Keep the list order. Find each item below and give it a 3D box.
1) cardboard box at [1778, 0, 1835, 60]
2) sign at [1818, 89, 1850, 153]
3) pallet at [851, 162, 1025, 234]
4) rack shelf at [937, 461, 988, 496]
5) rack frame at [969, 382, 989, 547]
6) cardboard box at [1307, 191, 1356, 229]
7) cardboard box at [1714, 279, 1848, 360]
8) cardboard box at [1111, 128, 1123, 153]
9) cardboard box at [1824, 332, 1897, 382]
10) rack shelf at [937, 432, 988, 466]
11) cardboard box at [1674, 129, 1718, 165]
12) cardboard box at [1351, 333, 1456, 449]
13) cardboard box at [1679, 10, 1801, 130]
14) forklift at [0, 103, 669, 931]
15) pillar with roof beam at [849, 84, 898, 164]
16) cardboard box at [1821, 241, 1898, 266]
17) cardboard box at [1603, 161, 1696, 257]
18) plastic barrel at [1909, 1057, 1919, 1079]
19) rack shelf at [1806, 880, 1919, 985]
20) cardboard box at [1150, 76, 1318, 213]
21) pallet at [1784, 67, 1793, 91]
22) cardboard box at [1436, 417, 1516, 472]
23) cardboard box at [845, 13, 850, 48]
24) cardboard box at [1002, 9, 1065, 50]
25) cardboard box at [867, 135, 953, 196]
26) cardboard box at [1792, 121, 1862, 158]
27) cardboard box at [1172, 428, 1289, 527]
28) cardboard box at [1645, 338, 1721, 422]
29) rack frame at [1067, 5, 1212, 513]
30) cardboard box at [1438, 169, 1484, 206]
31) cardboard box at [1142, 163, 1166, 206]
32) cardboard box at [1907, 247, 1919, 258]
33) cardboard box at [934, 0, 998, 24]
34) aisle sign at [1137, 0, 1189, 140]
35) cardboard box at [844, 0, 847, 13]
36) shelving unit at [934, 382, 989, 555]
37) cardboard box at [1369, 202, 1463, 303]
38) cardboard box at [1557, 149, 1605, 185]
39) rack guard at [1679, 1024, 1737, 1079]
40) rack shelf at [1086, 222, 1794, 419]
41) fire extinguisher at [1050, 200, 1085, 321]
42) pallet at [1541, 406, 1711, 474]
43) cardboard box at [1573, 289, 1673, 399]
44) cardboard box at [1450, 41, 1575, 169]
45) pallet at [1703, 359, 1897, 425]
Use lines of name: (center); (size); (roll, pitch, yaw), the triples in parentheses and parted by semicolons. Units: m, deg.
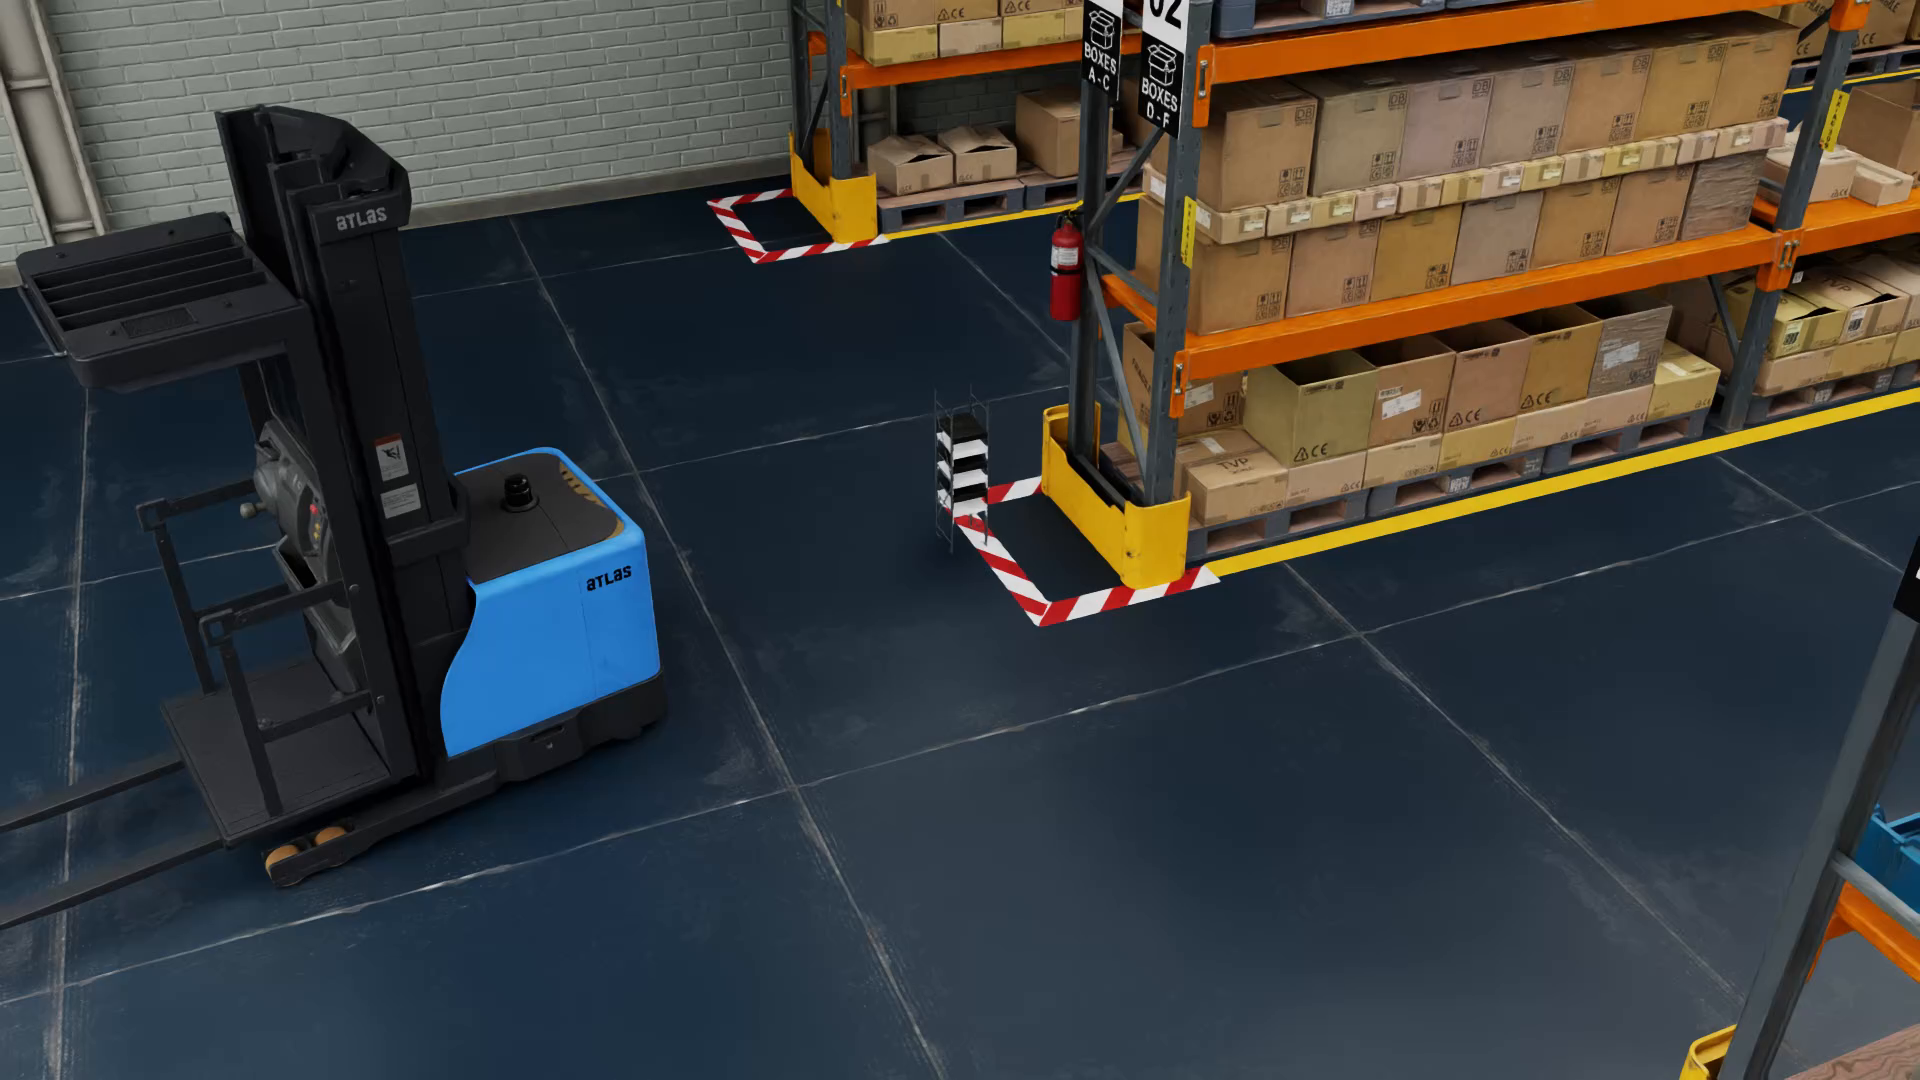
cardboard box: (7.851, -5.045, 15.758); (0.750, 0.750, 0.750); (-13, 35, -19)
sign: (4.761, -2.282, 9.058); (0.005, 0.325, 0.100); (-13, 35, -19)
pallet: (-0.232, -2.811, 13.295); (1.213, 0.211, 1.003); (-13, 35, -19)
rack shelf: (0.007, -0.351, 8.943); (0.200, 0.077, 0.258); (-13, 35, -19)
rack frame: (0.101, -0.400, 8.958); (0.006, 0.900, 0.240); (-13, 35, -19)
cardboard box: (1.775, -1.718, 8.371); (0.250, 0.149, 0.380); (-13, 35, -19)
cardboard box: (5.022, -1.385, 10.169); (0.500, 0.311, 0.500); (-13, 35, -19)
cardboard box: (1.141, -3.317, 13.726); (0.250, 0.149, 0.380); (-16, 36, -23)
cardboard box: (5.484, -1.256, 10.484); (0.500, 0.250, 0.500); (-12, 35, -18)
rack shelf: (0.007, -0.502, 8.845); (0.200, 0.077, 0.258); (-13, 35, -19)
cardboard box: (3.907, -2.206, 9.121); (0.250, 0.149, 0.380); (-14, 36, -20)
cardboard box: (2.353, -0.878, 9.216); (0.500, 0.500, 0.500); (-13, 35, -19)
cardboard box: (4.138, -2.654, 9.215); (0.500, 0.500, 0.700); (-13, 35, -19)
forklift: (-2.866, -0.114, 6.655); (3.031, 2.935, 1.130); (-21, 39, -29)
pillar with roof beam: (0.912, -4.743, 8.206); (0.400, 9.000, 9.100); (-13, 35, -19)
cardboard box: (5.745, -1.870, 10.914); (0.500, 0.311, 0.500); (-13, 35, -19)
cardboard box: (3.654, -1.995, 9.392); (0.500, 0.500, 0.700); (-13, 35, -19)
plastic barrel: (3.348, 1.861, 5.454); (0.421, 0.512, 0.421); (0, 33, 0)
rack shelf: (4.615, 1.051, 5.462); (4.000, 0.370, 1.077); (-13, 35, -19)
cardboard box: (1.341, -2.009, 8.224); (0.500, 0.500, 0.700); (-13, 35, -19)
pallet: (7.068, -4.459, 15.828); (1.213, 0.211, 1.003); (-13, 35, -19)
cardboard box: (2.821, -0.661, 9.570); (0.500, 0.250, 0.500); (-13, 35, -19)
cardboard box: (-0.709, -3.952, 12.611); (0.500, 0.250, 0.500); (-12, 35, -18)
cardboard box: (0.453, -3.921, 12.562); (0.500, 0.250, 0.500); (-13, 35, -20)
cardboard box: (-0.392, -2.969, 13.042); (0.500, 0.311, 0.500); (-17, 37, -24)
cardboard box: (5.284, -2.386, 10.208); (0.258, 0.266, 0.396); (-14, 35, -20)
cardboard box: (1.437, -0.345, 9.084); (0.500, 0.250, 0.500); (-13, 35, -19)
cardboard box: (4.202, -0.980, 10.061); (0.500, 0.250, 0.500); (-13, 35, -19)
rack frame: (0.856, -1.320, 8.447); (0.127, 3.000, 1.000); (-13, 35, -19)
cardboard box: (2.488, -1.882, 8.623); (0.250, 0.149, 0.380); (-13, 35, -20)
cardboard box: (1.135, -1.811, 8.514); (0.250, 0.149, 0.380); (-13, 35, -20)
cardboard box: (6.439, -1.711, 10.668); (0.500, 0.311, 0.500); (-12, 35, -18)
cardboard box: (-0.049, -4.119, 12.180); (0.500, 0.500, 0.500); (-13, 35, -19)
aisle sign: (0.914, -2.242, 7.480); (0.004, 0.787, 0.394); (-13, 35, -19)
cardboard box: (-0.712, -4.277, 12.422); (0.500, 0.500, 0.500); (-13, 35, -19)
shelving unit: (0.007, -0.379, 8.925); (0.210, 0.900, 0.258); (-13, 35, -19)
cardboard box: (2.234, -1.669, 8.892); (0.500, 0.500, 0.700); (-13, 35, -19)
cardboard box: (3.205, -2.046, 8.876); (0.250, 0.149, 0.380); (-12, 35, -18)
rack guard: (2.822, 2.179, 5.360); (0.348, 0.500, 1.175); (-13, 35, -19)
rack shelf: (2.700, -1.441, 9.292); (4.000, 0.370, 1.077); (-13, 35, -19)
fire extinguisher: (0.568, -1.496, 8.788); (0.183, 0.674, 0.296); (-13, 35, -19)
pallet: (3.795, -0.849, 10.279); (1.213, 0.211, 1.003); (-13, 35, -19)
cardboard box: (3.736, -1.195, 9.703); (0.500, 0.500, 0.500); (-13, 35, -19)
cardboard box: (2.750, -2.336, 8.726); (0.500, 0.500, 0.700); (-13, 35, -19)
pallet: (5.209, -1.171, 10.774); (1.213, 0.211, 1.003); (-13, 35, -19)
